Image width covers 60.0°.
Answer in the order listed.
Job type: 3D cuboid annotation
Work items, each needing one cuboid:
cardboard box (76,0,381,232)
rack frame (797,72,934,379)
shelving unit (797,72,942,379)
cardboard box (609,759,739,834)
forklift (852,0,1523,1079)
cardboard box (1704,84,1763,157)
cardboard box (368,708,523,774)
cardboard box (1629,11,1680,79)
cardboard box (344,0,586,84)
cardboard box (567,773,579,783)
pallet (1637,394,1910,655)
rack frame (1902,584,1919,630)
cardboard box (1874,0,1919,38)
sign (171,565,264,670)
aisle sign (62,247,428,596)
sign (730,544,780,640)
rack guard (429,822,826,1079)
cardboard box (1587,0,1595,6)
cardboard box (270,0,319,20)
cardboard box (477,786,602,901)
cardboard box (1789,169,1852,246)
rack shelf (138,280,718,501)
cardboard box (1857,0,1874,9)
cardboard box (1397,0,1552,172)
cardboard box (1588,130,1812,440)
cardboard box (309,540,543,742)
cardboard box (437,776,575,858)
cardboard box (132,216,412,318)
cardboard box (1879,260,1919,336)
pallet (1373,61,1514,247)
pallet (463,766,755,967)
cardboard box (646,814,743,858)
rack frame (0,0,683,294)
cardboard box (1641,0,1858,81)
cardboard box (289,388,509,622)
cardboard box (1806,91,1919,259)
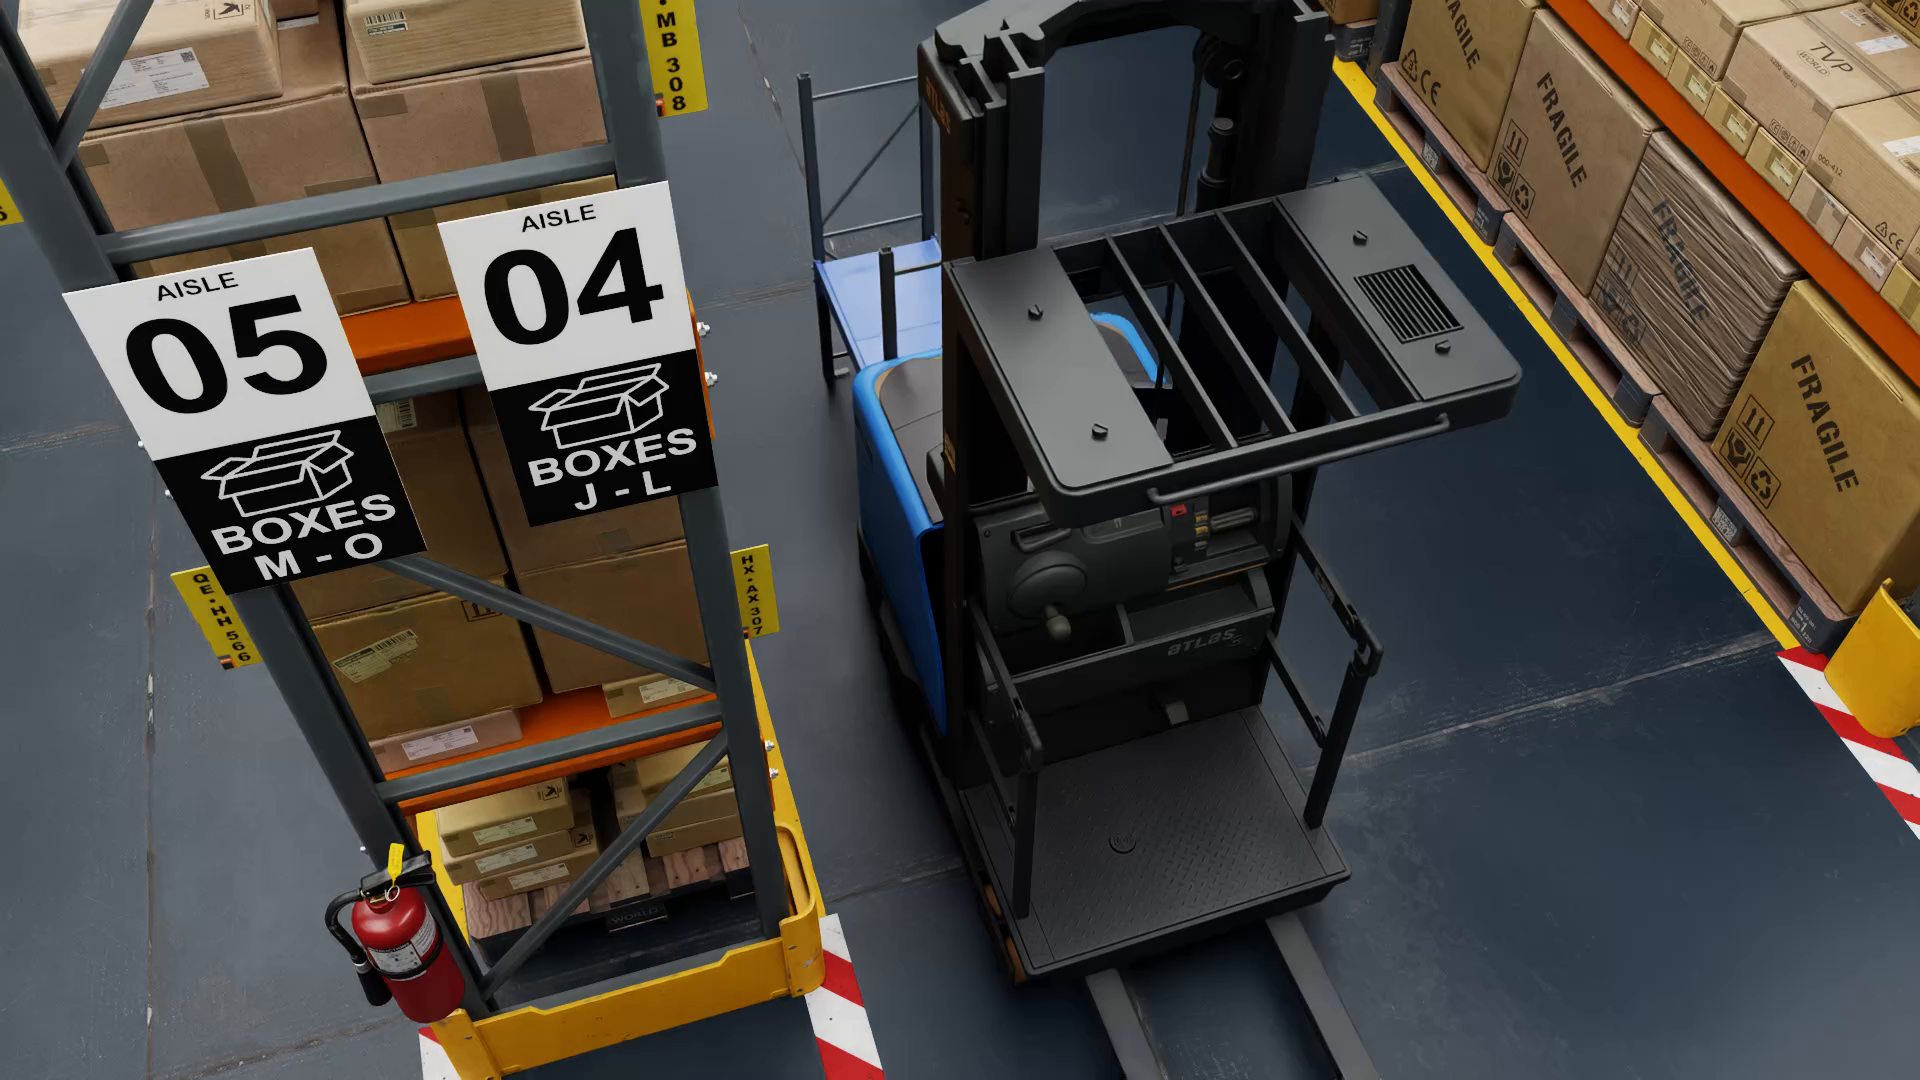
[{"bbox_3d":[-1.383,-0.831,3.087,0.500,0.250,0.500,-15,51,-12],"label":"cardboard box"},{"bbox_3d":[-0.346,-1.245,6.608,0.500,1.500,0.032,-14,51,-12],"label":"rack frame"},{"bbox_3d":[-0.184,-0.876,6.298,0.538,1.500,1.048,-14,51,-12],"label":"shelving unit"},{"bbox_3d":[-0.913,0.775,5.320,0.380,0.149,0.250,-11,51,-9],"label":"cardboard box"},{"bbox_3d":[0.569,0.114,4.526,1.130,2.935,3.031,-14,51,-12],"label":"forklift"},{"bbox_3d":[2.964,-1.559,6.057,0.380,0.149,0.250,-13,51,-11],"label":"cardboard box"},{"bbox_3d":[-1.370,0.435,4.376,0.380,0.149,0.250,-13,51,-11],"label":"cardboard box"},{"bbox_3d":[2.814,-1.931,6.370,0.380,0.149,0.250,-15,51,-12],"label":"cardboard box"},{"bbox_3d":[-0.882,-0.968,2.943,0.380,0.149,0.250,-14,51,-11],"label":"cardboard box"},{"bbox_3d":[-1.458,0.692,5.390,0.380,0.149,0.250,-14,51,-12],"label":"cardboard box"},{"bbox_3d":[3.453,-0.187,6.560,1.003,0.211,1.213,-13,51,-11],"label":"pallet"},{"bbox_3d":[3.764,-0.520,5.016,1.000,3.000,0.127,-13,51,-11],"label":"rack frame"},{"bbox_3d":[3.574,-1.963,5.646,0.500,0.500,0.500,-15,51,-12],"label":"cardboard box"},{"bbox_3d":[-1.540,0.164,3.476,0.100,0.325,0.005,-13,51,-11],"label":"sign"},{"bbox_3d":[-1.269,-0.189,3.037,0.394,0.787,0.004,-13,51,-11],"label":"aisle sign"},{"bbox_3d":[-0.485,0.126,3.905,0.100,0.325,0.005,-13,51,-11],"label":"sign"},{"bbox_3d":[-1.026,1.278,5.135,1.175,0.500,0.348,-13,51,-11],"label":"rack guard"},{"bbox_3d":[2.663,-2.306,6.686,0.380,0.149,0.250,-14,51,-11],"label":"cardboard box"},{"bbox_3d":[-1.382,-1.054,3.015,0.380,0.149,0.250,-13,51,-10],"label":"cardboard box"},{"bbox_3d":[-1.358,0.974,5.347,0.380,0.149,0.250,-13,51,-10],"label":"cardboard box"},{"bbox_3d":[3.120,-1.181,5.738,0.380,0.149,0.250,-13,51,-10],"label":"cardboard box"},{"bbox_3d":[-1.595,-1.668,4.492,1.077,0.370,4.000,-13,51,-11],"label":"rack shelf"},{"bbox_3d":[3.416,-2.105,6.256,0.500,0.250,0.500,-14,51,-12],"label":"cardboard box"},{"bbox_3d":[2.700,-2.392,7.709,0.875,0.875,0.875,-13,51,-11],"label":"cardboard box"},{"bbox_3d":[3.230,-1.084,6.607,0.875,0.875,0.875,-13,51,-11],"label":"cardboard box"},{"bbox_3d":[-1.382,0.130,4.208,0.500,0.500,0.500,-12,51,-10],"label":"cardboard box"},{"bbox_3d":[-1.402,0.790,5.112,0.380,0.149,0.250,-13,51,-11],"label":"cardboard box"},{"bbox_3d":[-1.391,-0.663,3.273,0.500,0.250,0.500,-14,51,-12],"label":"cardboard box"},{"bbox_3d":[3.266,-0.814,5.428,0.380,0.149,0.250,-13,51,-11],"label":"cardboard box"},{"bbox_3d":[2.732,-1.969,8.062,1.003,0.211,1.213,-13,51,-11],"label":"pallet"},{"bbox_3d":[-1.232,0.770,5.753,1.003,0.211,1.213,-13,51,-11],"label":"pallet"},{"bbox_3d":[-0.853,0.856,5.446,0.380,0.149,0.250,-12,51,-10],"label":"cardboard box"},{"bbox_3d":[-1.004,-1.406,1.839,1.000,3.000,0.127,-13,51,-11],"label":"rack frame"},{"bbox_3d":[2.909,-1.983,6.153,0.500,0.250,0.500,-13,51,-11],"label":"cardboard box"},{"bbox_3d":[-1.377,-0.200,3.833,0.500,0.500,0.500,-14,51,-12],"label":"cardboard box"},{"bbox_3d":[3.218,-1.232,5.520,0.500,0.250,0.500,-14,51,-12],"label":"cardboard box"}]
